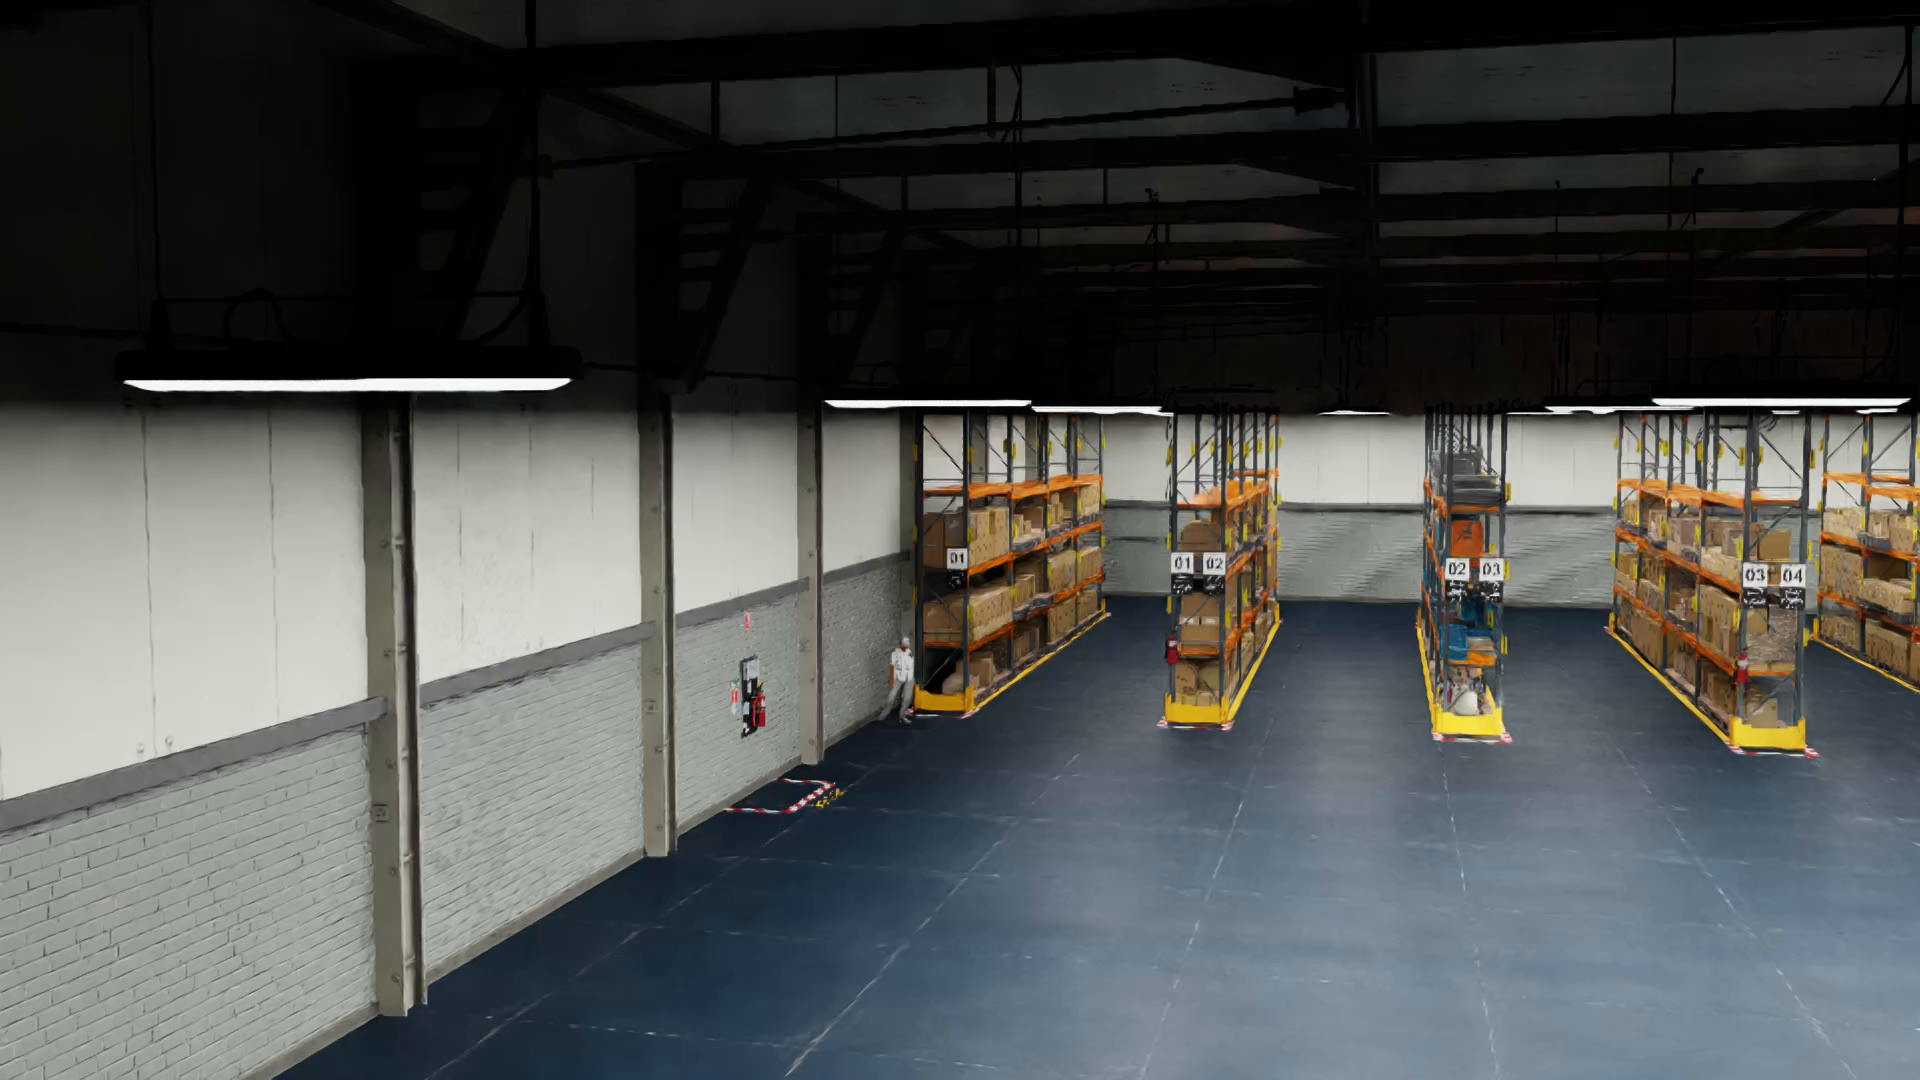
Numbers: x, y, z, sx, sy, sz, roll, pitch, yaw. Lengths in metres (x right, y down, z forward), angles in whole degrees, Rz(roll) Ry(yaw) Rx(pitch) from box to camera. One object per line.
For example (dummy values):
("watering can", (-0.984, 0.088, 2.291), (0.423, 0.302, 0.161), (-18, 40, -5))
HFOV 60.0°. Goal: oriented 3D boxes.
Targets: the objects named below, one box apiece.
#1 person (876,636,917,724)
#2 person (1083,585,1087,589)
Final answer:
("person", (-1.190, 2.607, 31.044), (0.694, 1.656, 0.539), (-2, 5, -27))
("person", (3.534, 1.204, 49.133), (0.465, 1.761, 0.722), (4, 5, 40))
